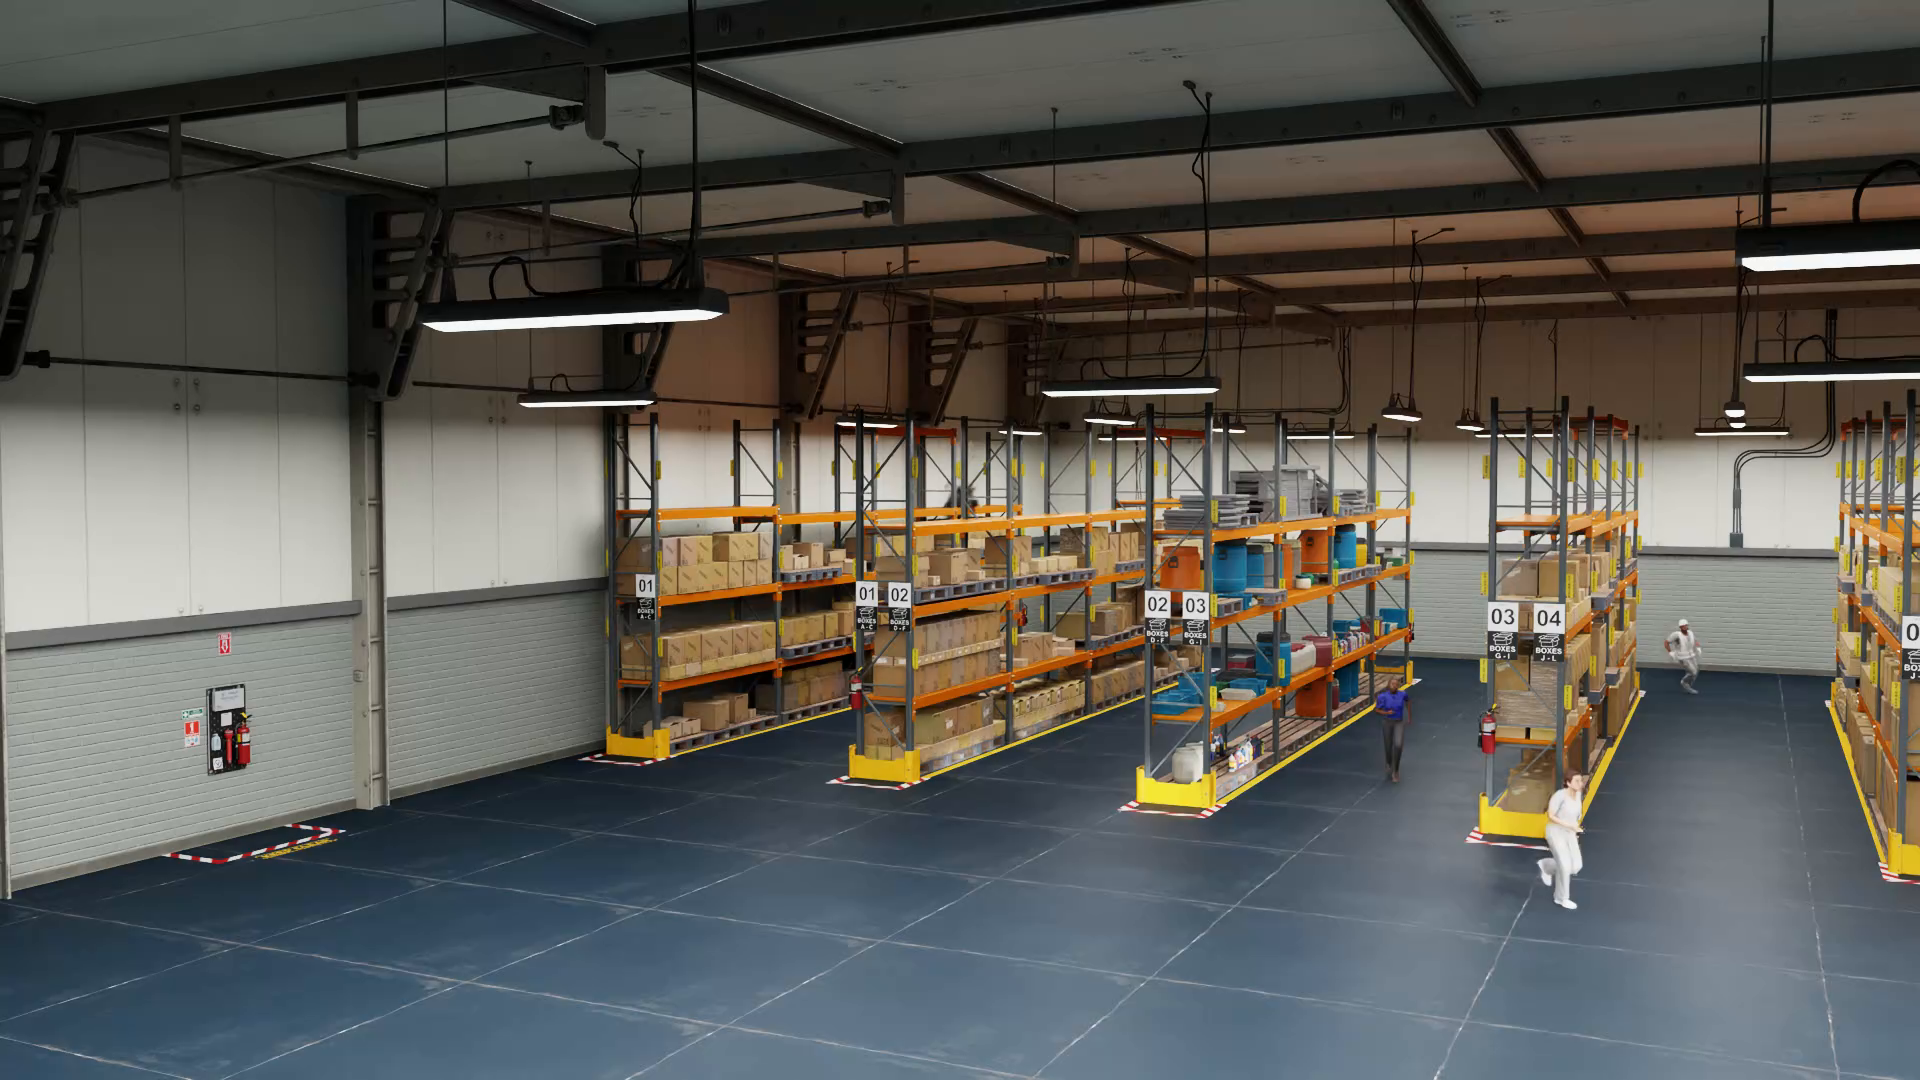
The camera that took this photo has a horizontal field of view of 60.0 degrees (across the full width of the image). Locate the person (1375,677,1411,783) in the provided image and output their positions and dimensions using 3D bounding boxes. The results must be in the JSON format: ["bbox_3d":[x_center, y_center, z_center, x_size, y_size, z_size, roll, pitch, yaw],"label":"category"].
[{"bbox_3d":[7.024,3.053,26.993,0.599,1.697,0.847,0,2,7],"label":"person"}]

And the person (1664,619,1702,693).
[{"bbox_3d":[16.187,2.604,37.084,0.806,1.679,0.572,-1,3,-22],"label":"person"}]

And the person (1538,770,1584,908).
[{"bbox_3d":[6.907,3.406,19.080,0.545,1.602,0.703,-1,3,-23],"label":"person"}]
